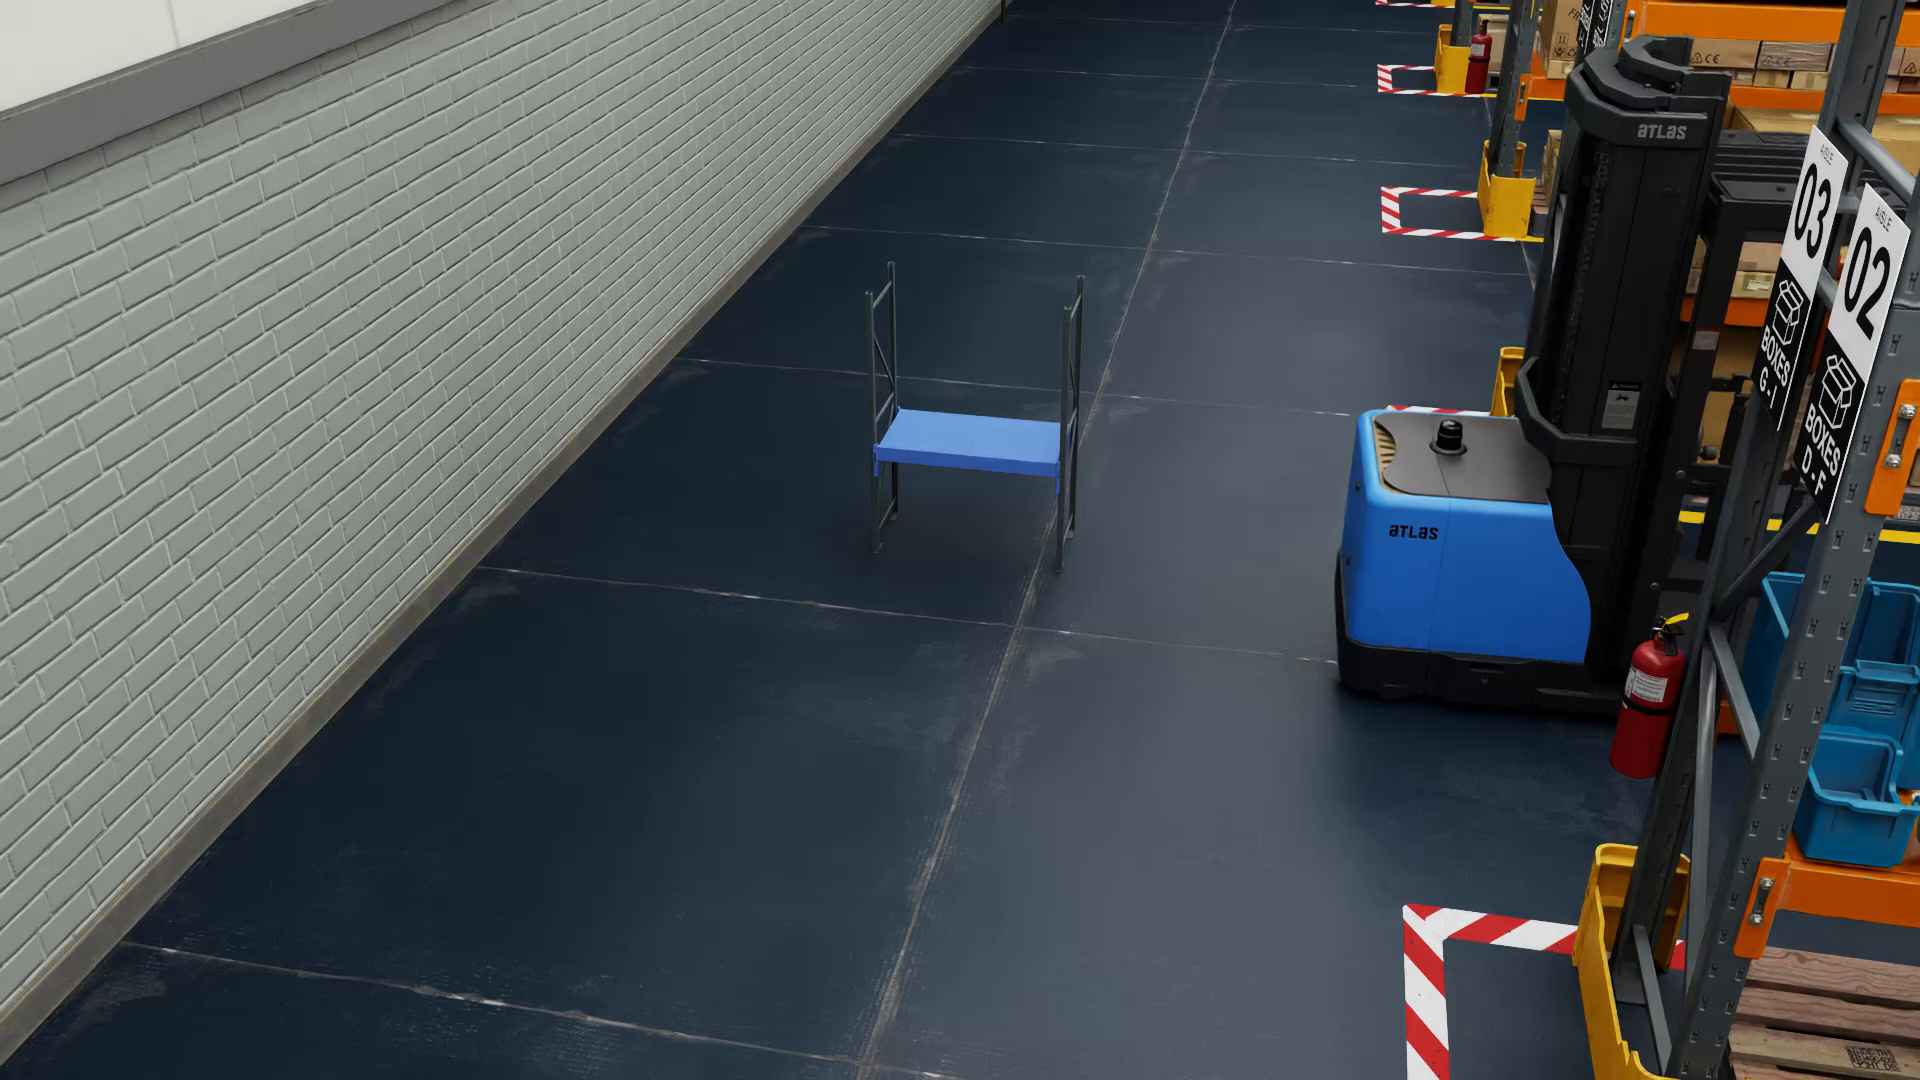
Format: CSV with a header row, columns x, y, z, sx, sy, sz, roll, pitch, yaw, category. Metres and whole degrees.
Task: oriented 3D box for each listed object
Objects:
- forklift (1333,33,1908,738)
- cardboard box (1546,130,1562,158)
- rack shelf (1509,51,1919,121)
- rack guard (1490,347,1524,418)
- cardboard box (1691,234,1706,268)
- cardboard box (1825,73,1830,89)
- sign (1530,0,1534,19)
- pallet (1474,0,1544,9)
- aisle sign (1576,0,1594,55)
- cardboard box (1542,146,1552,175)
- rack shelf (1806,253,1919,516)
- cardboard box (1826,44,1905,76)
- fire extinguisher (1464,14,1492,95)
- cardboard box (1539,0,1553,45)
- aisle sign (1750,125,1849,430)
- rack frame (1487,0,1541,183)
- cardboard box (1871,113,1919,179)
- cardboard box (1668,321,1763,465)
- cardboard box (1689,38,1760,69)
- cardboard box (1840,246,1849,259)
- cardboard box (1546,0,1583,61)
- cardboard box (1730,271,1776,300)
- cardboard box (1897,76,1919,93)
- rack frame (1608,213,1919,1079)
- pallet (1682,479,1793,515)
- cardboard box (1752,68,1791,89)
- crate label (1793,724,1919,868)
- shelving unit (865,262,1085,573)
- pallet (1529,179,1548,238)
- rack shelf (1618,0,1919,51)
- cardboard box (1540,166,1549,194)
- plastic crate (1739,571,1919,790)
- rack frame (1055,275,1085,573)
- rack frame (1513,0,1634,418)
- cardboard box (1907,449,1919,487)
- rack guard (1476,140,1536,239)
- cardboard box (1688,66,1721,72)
x,y,z,sx,sy,sz,roll,pitch,yaw,category
3.369,-0.658,7.400,3.031,2.935,1.130,4,29,8,forklift
5.162,-3.377,14.207,0.250,0.149,0.380,6,29,11,cardboard box
6.547,-3.600,13.452,4.000,0.370,1.077,6,29,11,rack shelf
3.433,-0.703,10.014,0.348,0.500,1.175,6,29,11,rack guard
3.870,-1.687,9.054,0.500,0.250,0.500,5,29,9,cardboard box
6.895,-3.655,13.063,0.250,0.149,0.380,5,29,10,cardboard box
4.478,-4.241,12.972,0.005,0.325,0.100,6,29,11,sign
7.413,-7.472,22.679,1.213,0.211,1.003,6,29,11,pallet
3.449,-3.086,9.056,0.004,0.787,0.394,6,29,11,aisle sign
5.167,-3.262,14.306,0.250,0.149,0.380,5,29,9,cardboard box
4.378,-0.271,4.247,4.000,0.370,1.077,6,29,11,rack shelf
6.977,-3.909,12.852,0.500,0.500,0.500,6,29,10,cardboard box
4.441,-4.161,14.196,0.183,0.674,0.296,6,29,11,fire extinguisher
5.085,-4.367,13.689,0.500,0.500,0.500,6,29,12,cardboard box
2.413,-0.756,4.801,0.004,0.787,0.394,6,29,11,aisle sign
4.591,-4.116,13.645,0.127,3.000,1.000,6,29,11,rack frame
4.867,-1.917,8.693,0.500,0.500,0.500,5,29,9,cardboard box
4.099,-1.023,9.770,0.875,0.875,0.875,6,29,11,cardboard box
5.978,-4.019,13.054,0.500,0.500,0.500,6,29,11,cardboard box
4.870,-1.586,8.870,0.500,0.250,0.500,5,29,9,cardboard box
4.973,-4.116,13.231,0.500,0.500,0.500,7,30,13,cardboard box
4.237,-1.446,9.029,0.250,0.149,0.380,5,29,9,cardboard box
7.414,-3.611,12.985,0.250,0.149,0.380,5,29,9,cardboard box
2.422,0.529,5.161,0.127,3.000,1.000,6,29,11,rack frame
4.255,-0.531,10.000,1.213,0.211,1.003,6,29,11,pallet
6.376,-3.687,13.123,0.250,0.149,0.380,7,29,12,cardboard box
2.595,0.755,4.859,0.303,0.233,0.416,6,29,11,crate label
0.083,-0.649,8.874,1.048,1.500,0.538,6,29,11,shelving unit
5.453,-2.788,14.122,1.213,0.211,1.003,6,29,11,pallet
5.413,-2.597,8.495,4.000,0.370,1.077,6,29,11,rack shelf
5.150,-3.095,14.312,0.250,0.149,0.380,6,29,11,cardboard box
2.789,0.433,5.237,0.499,0.435,0.616,6,29,11,plastic crate
0.581,-0.598,8.781,0.032,1.500,0.500,6,29,11,rack frame
3.457,-1.797,9.409,0.127,3.000,1.000,6,29,11,rack frame
5.860,-0.842,9.440,0.875,0.875,0.875,6,29,11,cardboard box
4.666,-3.012,14.232,0.348,0.500,1.175,6,29,11,rack guard
5.891,-3.761,13.258,0.250,0.149,0.380,6,29,10,cardboard box
